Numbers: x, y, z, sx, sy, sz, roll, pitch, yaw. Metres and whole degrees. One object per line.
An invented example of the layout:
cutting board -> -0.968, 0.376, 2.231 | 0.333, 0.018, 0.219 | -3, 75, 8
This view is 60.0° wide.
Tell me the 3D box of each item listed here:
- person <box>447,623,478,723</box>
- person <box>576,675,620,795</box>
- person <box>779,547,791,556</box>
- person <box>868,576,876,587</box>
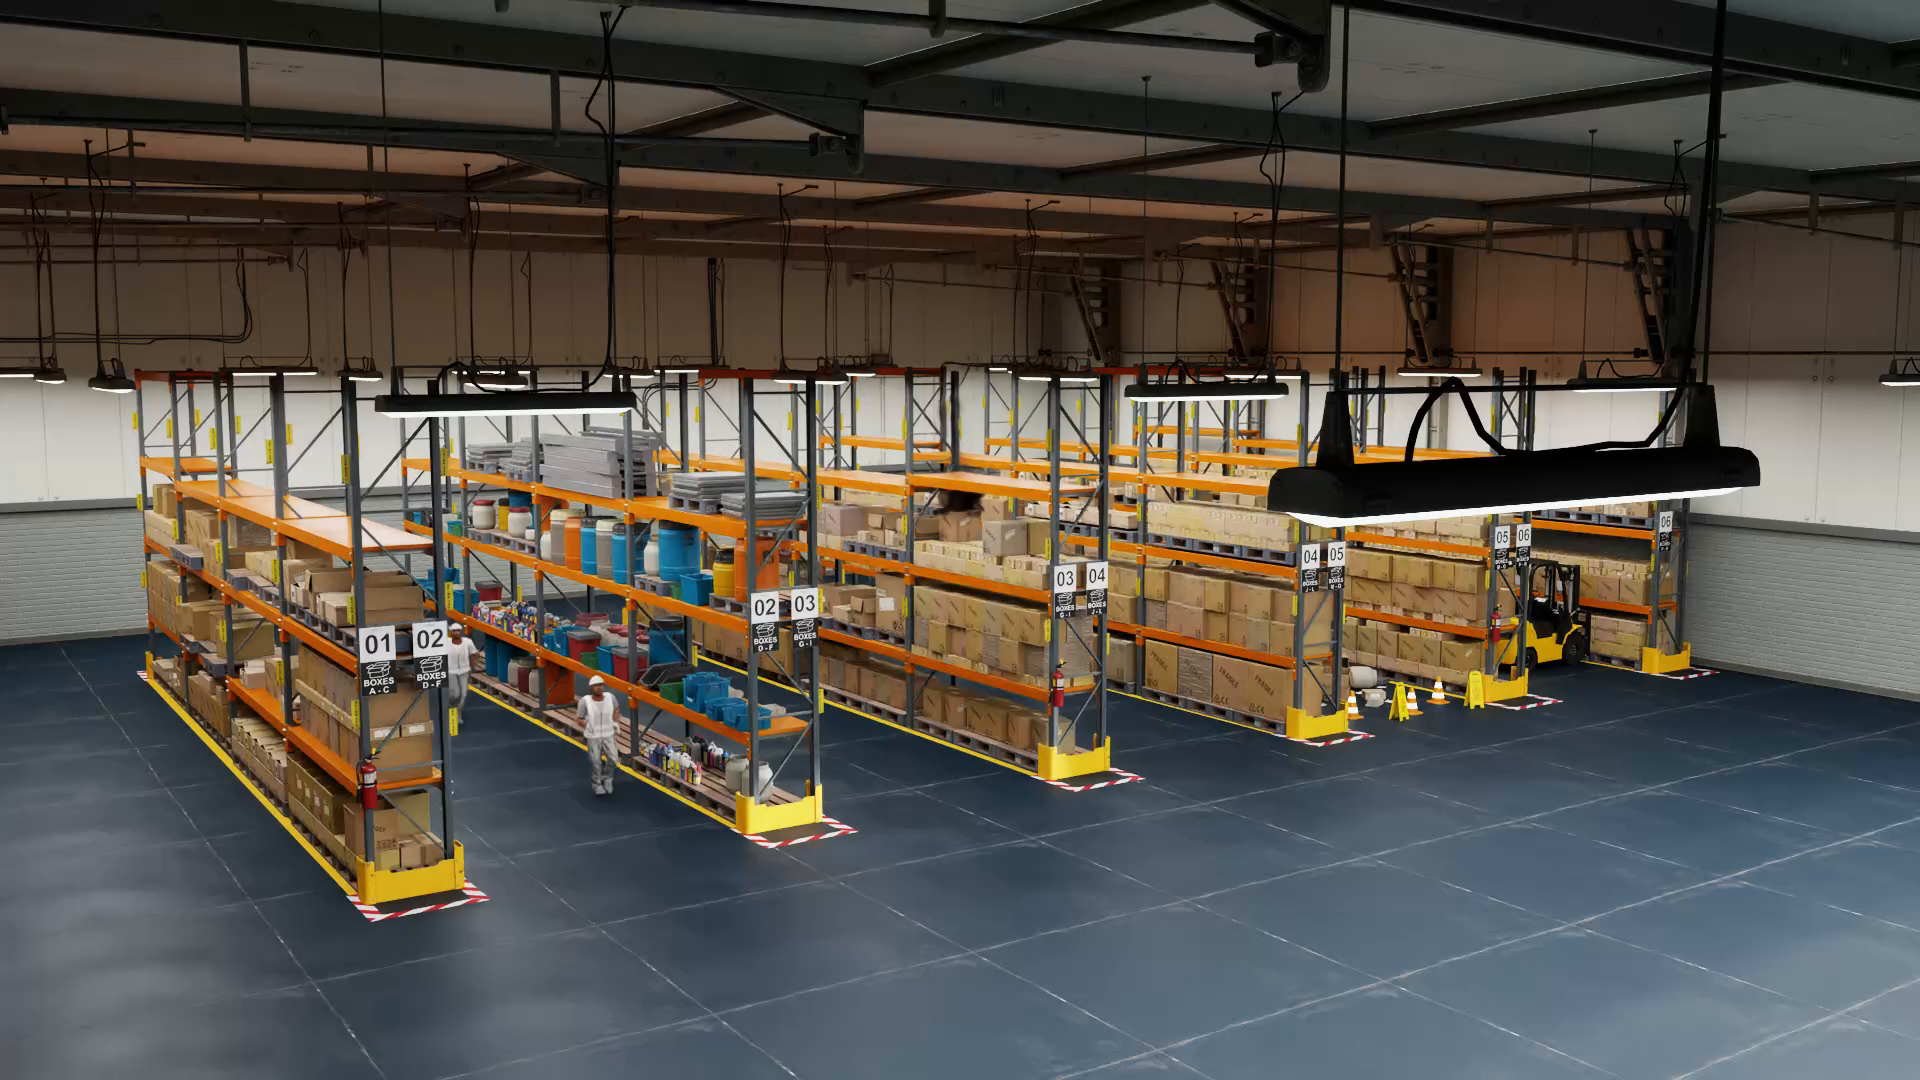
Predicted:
person -> -8.585, 2.270, 28.443 | 0.677, 1.731, 0.616 | -4, 7, -29
person -> -5.094, 2.790, 23.595 | 0.653, 1.739, 0.621 | -3, 7, -25
person -> -4.321, 0.936, 40.608 | 0.750, 1.693, 0.896 | 0, 6, 4
person -> -2.065, 0.680, 42.578 | 0.863, 1.813, 0.627 | -6, 9, -41
